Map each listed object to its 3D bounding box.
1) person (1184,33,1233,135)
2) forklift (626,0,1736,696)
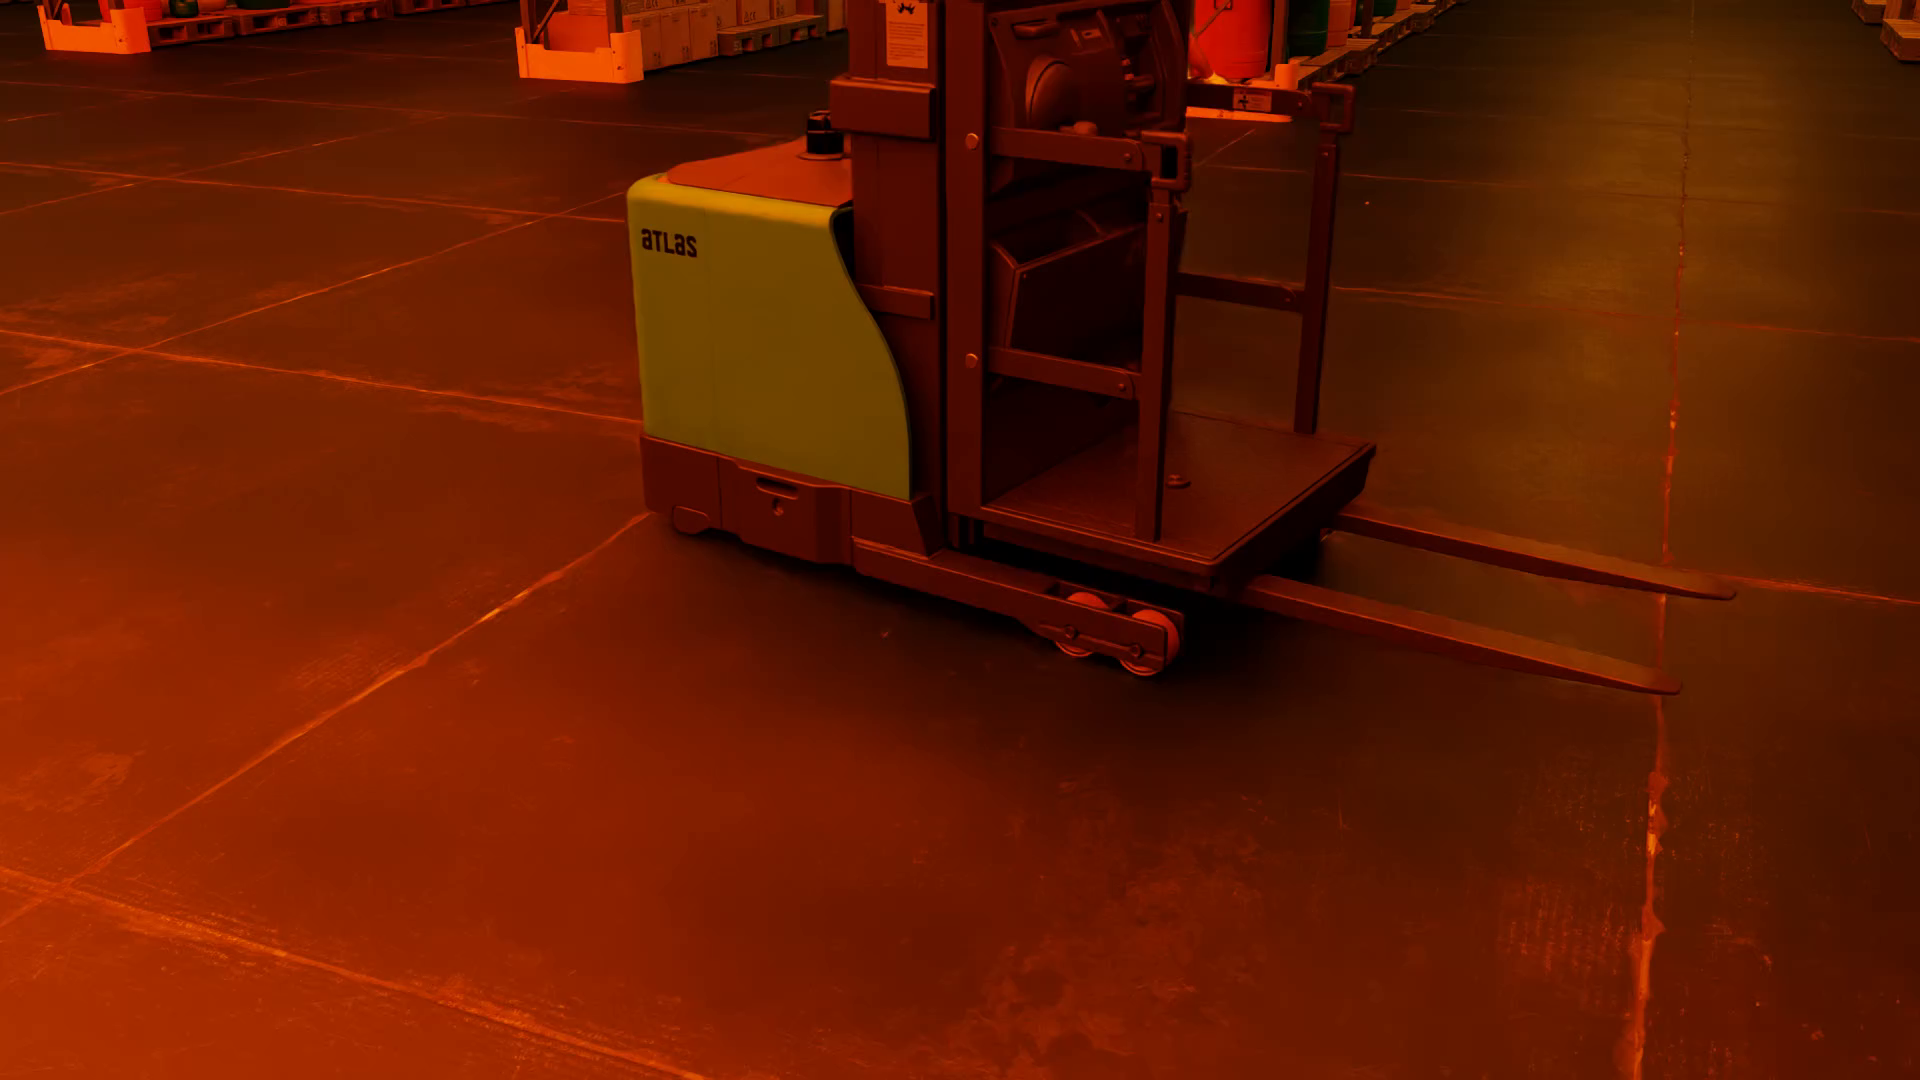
[{"bbox_3d":[1.013,-2.184,8.187,0.851,1.643,0.913,-20,30,-40],"label":"person"},{"bbox_3d":[0.524,-1.237,4.252,3.031,2.935,1.130,15,27,31],"label":"forklift"}]
